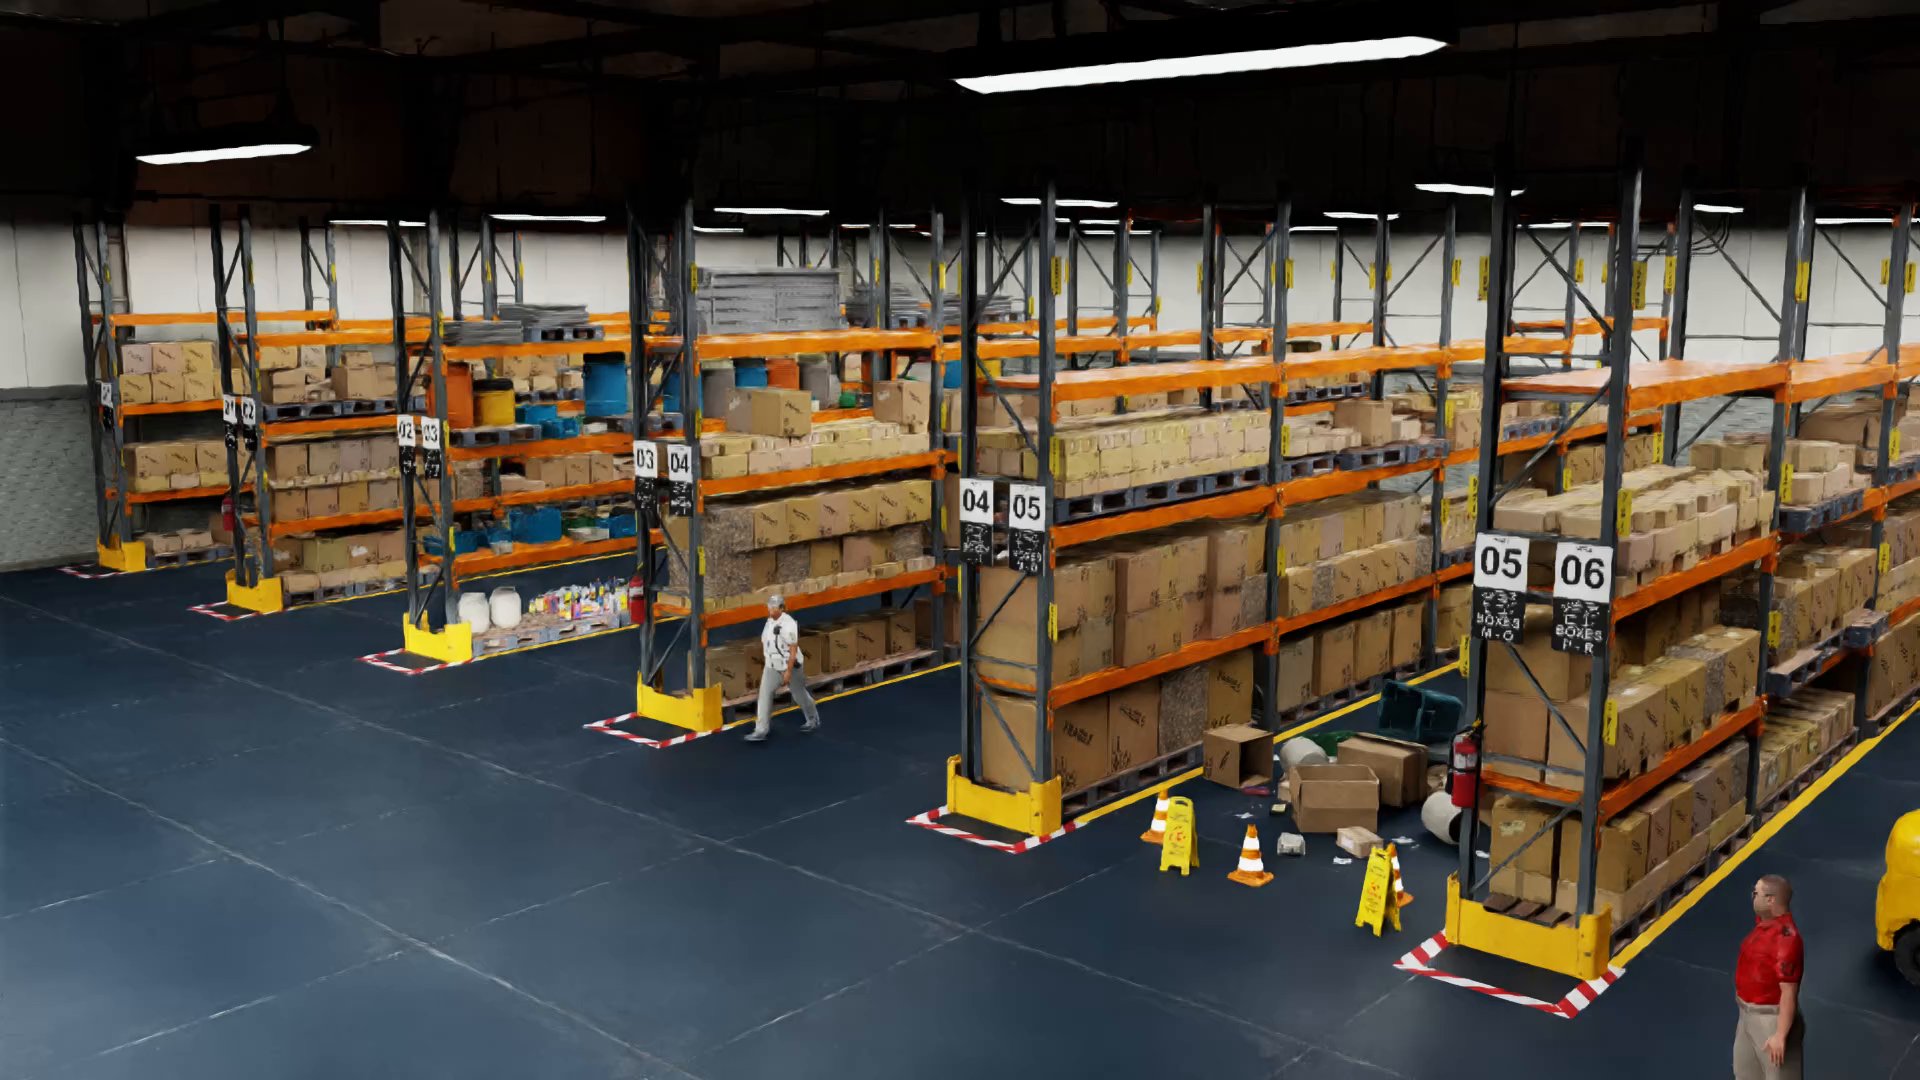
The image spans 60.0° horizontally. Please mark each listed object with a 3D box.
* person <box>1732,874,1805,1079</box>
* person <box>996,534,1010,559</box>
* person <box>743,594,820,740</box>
[{"bbox_3d":[4.724,2.767,9.551,0.554,1.716,0.652,2,10,13],"label":"person"},{"bbox_3d":[0.729,0.652,20.765,0.638,1.607,0.815,4,10,24],"label":"person"},{"bbox_3d":[-1.932,1.372,18.173,0.492,1.605,0.991,8,12,38],"label":"person"}]
